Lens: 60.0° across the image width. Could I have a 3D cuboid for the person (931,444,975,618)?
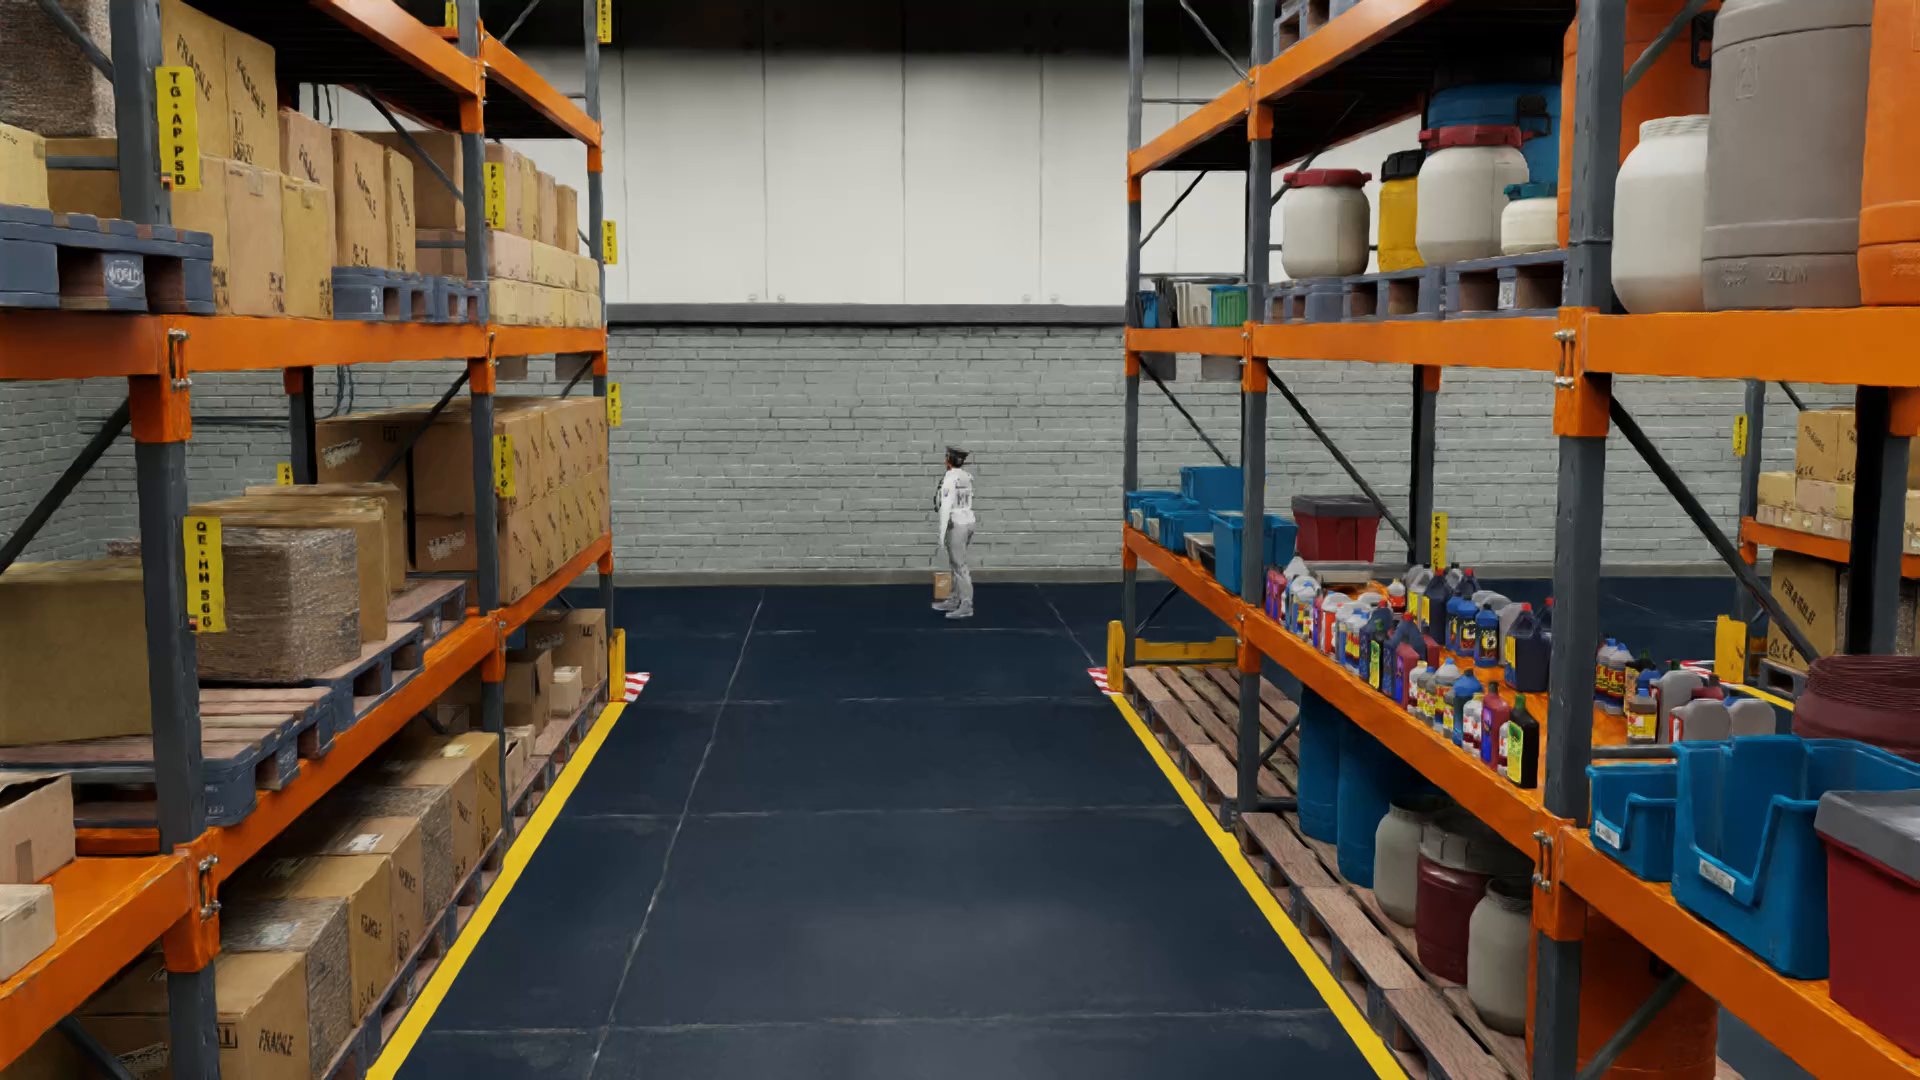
[{"bbox_3d":[-0.070,-0.102,16.341,0.532,1.673,0.557,3,8,23],"label":"person"}]
